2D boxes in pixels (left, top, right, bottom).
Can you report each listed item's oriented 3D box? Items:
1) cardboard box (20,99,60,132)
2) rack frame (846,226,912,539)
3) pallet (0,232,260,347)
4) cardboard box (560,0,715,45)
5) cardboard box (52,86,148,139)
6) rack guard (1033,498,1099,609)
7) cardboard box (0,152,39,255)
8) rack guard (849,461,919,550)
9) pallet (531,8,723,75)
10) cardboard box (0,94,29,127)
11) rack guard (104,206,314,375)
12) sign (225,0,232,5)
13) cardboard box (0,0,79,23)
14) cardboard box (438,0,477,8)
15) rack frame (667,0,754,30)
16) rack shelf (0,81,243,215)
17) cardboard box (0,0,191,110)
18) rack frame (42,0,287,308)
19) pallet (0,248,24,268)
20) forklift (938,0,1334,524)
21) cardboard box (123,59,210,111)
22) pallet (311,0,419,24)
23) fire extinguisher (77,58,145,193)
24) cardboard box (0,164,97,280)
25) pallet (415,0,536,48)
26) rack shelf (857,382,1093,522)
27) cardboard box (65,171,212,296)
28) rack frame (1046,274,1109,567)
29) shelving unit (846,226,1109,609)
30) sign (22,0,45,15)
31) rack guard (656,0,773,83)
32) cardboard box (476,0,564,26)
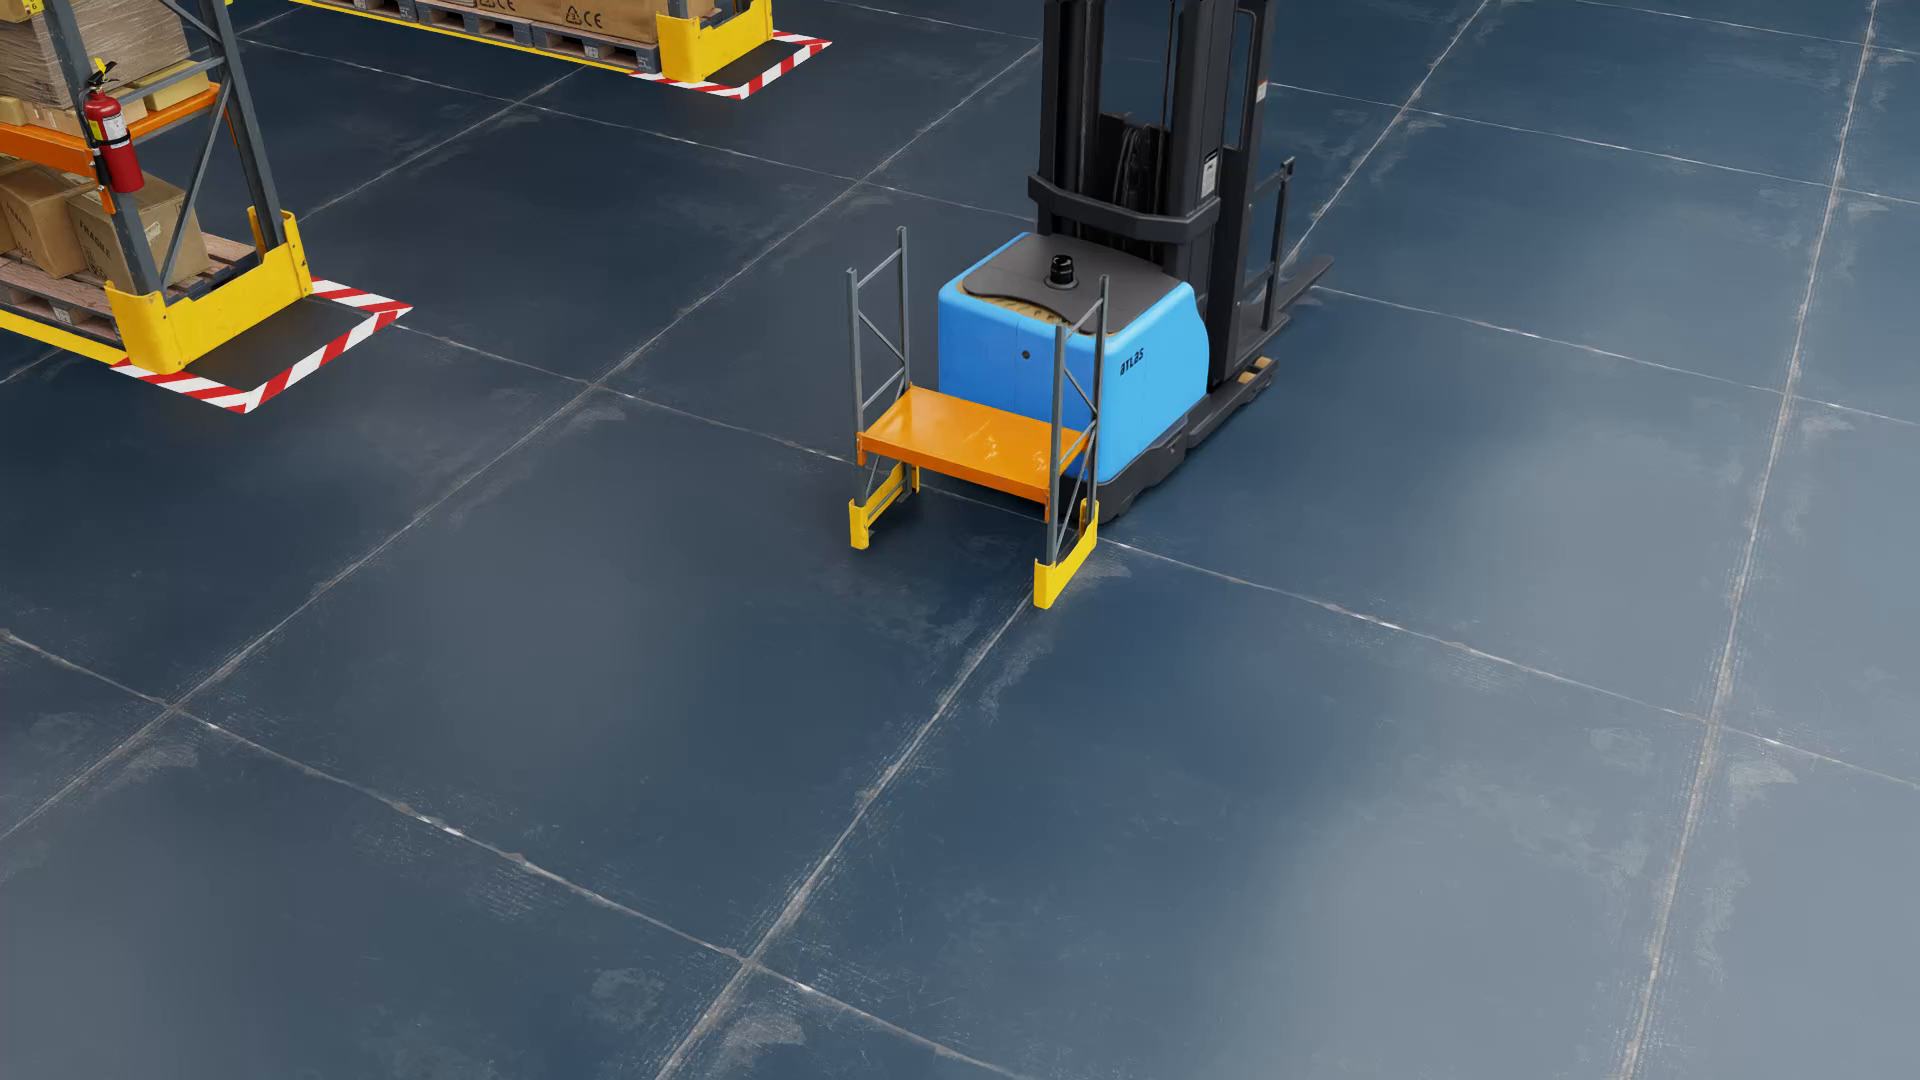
[{"bbox_3d":[-4.898,-2.401,9.140,0.250,0.149,0.380,17,41,21],"label":"cardboard box"},{"bbox_3d":[-0.376,-0.715,7.951,0.032,1.500,0.500,17,41,21],"label":"rack frame"},{"bbox_3d":[-5.101,-1.618,10.208,1.213,0.211,1.003,17,41,21],"label":"pallet"},{"bbox_3d":[-2.590,-4.572,13.202,0.875,0.875,0.875,18,41,22],"label":"cardboard box"},{"bbox_3d":[-4.677,-2.331,9.048,0.250,0.149,0.380,17,41,21],"label":"cardboard box"},{"bbox_3d":[0.510,0.060,7.964,0.087,0.250,0.587,17,41,21],"label":"rack guard"},{"bbox_3d":[-5.969,-2.149,10.321,0.500,0.500,0.500,21,42,26],"label":"cardboard box"},{"bbox_3d":[-0.375,-0.217,8.329,0.087,0.250,0.587,17,41,21],"label":"rack guard"},{"bbox_3d":[-2.704,-4.168,13.566,1.213,0.211,1.003,17,41,21],"label":"pallet"},{"bbox_3d":[-5.144,-2.443,9.196,0.250,0.149,0.380,17,41,21],"label":"cardboard box"},{"bbox_3d":[-4.396,-1.489,9.798,0.348,0.500,1.175,17,41,21],"label":"rack guard"},{"bbox_3d":[-4.079,-3.099,9.136,0.005,0.325,0.100,17,41,21],"label":"sign"},{"bbox_3d":[-4.931,-3.040,8.618,0.500,0.500,0.500,17,41,21],"label":"cardboard box"},{"bbox_3d":[-4.181,-5.070,13.858,0.875,0.875,0.875,18,41,22],"label":"cardboard box"},{"bbox_3d":[-1.958,-5.098,12.485,0.127,3.000,1.000,17,41,21],"label":"rack frame"},{"bbox_3d":[-6.105,-2.733,9.964,4.000,0.370,1.077,17,41,21],"label":"rack shelf"},{"bbox_3d":[-4.804,-2.789,9.115,0.500,0.500,0.875,17,41,21],"label":"cardboard box"},{"bbox_3d":[-4.329,-2.463,9.014,0.127,3.000,1.000,17,41,21],"label":"rack frame"},{"bbox_3d":[-6.181,-1.958,10.655,1.213,0.211,1.003,17,41,21],"label":"pallet"},{"bbox_3d":[1.140,-2.091,8.580,1.130,2.935,3.031,23,43,27],"label":"forklift"},{"bbox_3d":[-4.472,-2.570,9.363,0.250,0.149,0.380,17,41,21],"label":"cardboard box"},{"bbox_3d":[-4.871,-4.846,14.460,1.213,0.211,1.003,17,41,21],"label":"pallet"},{"bbox_3d":[-4.439,-2.153,8.670,0.183,0.674,0.296,17,41,21],"label":"fire extinguisher"},{"bbox_3d":[-5.422,-1.965,10.078,0.500,0.500,0.500,29,46,33],"label":"cardboard box"},{"bbox_3d":[-3.783,-4.507,14.014,1.213,0.211,1.003,17,41,21],"label":"pallet"},{"bbox_3d":[0.076,-0.430,7.874,1.000,0.185,0.538,17,41,21],"label":"rack shelf"},{"bbox_3d":[-4.875,-1.817,9.883,0.500,0.500,0.500,25,44,29],"label":"cardboard box"},{"bbox_3d":[0.527,-0.432,7.579,0.032,1.500,0.500,17,41,21],"label":"rack frame"},{"bbox_3d":[0.068,-0.576,7.769,1.083,1.500,0.587,17,41,21],"label":"shelving unit"},{"bbox_3d":[-4.602,-2.758,8.183,0.005,0.325,0.100,17,41,21],"label":"sign"},{"bbox_3d":[-1.937,-4.096,13.232,0.348,0.500,1.175,17,41,21],"label":"rack guard"},{"bbox_3d":[-3.373,-4.816,13.523,0.875,0.875,0.875,17,40,21],"label":"cardboard box"}]
